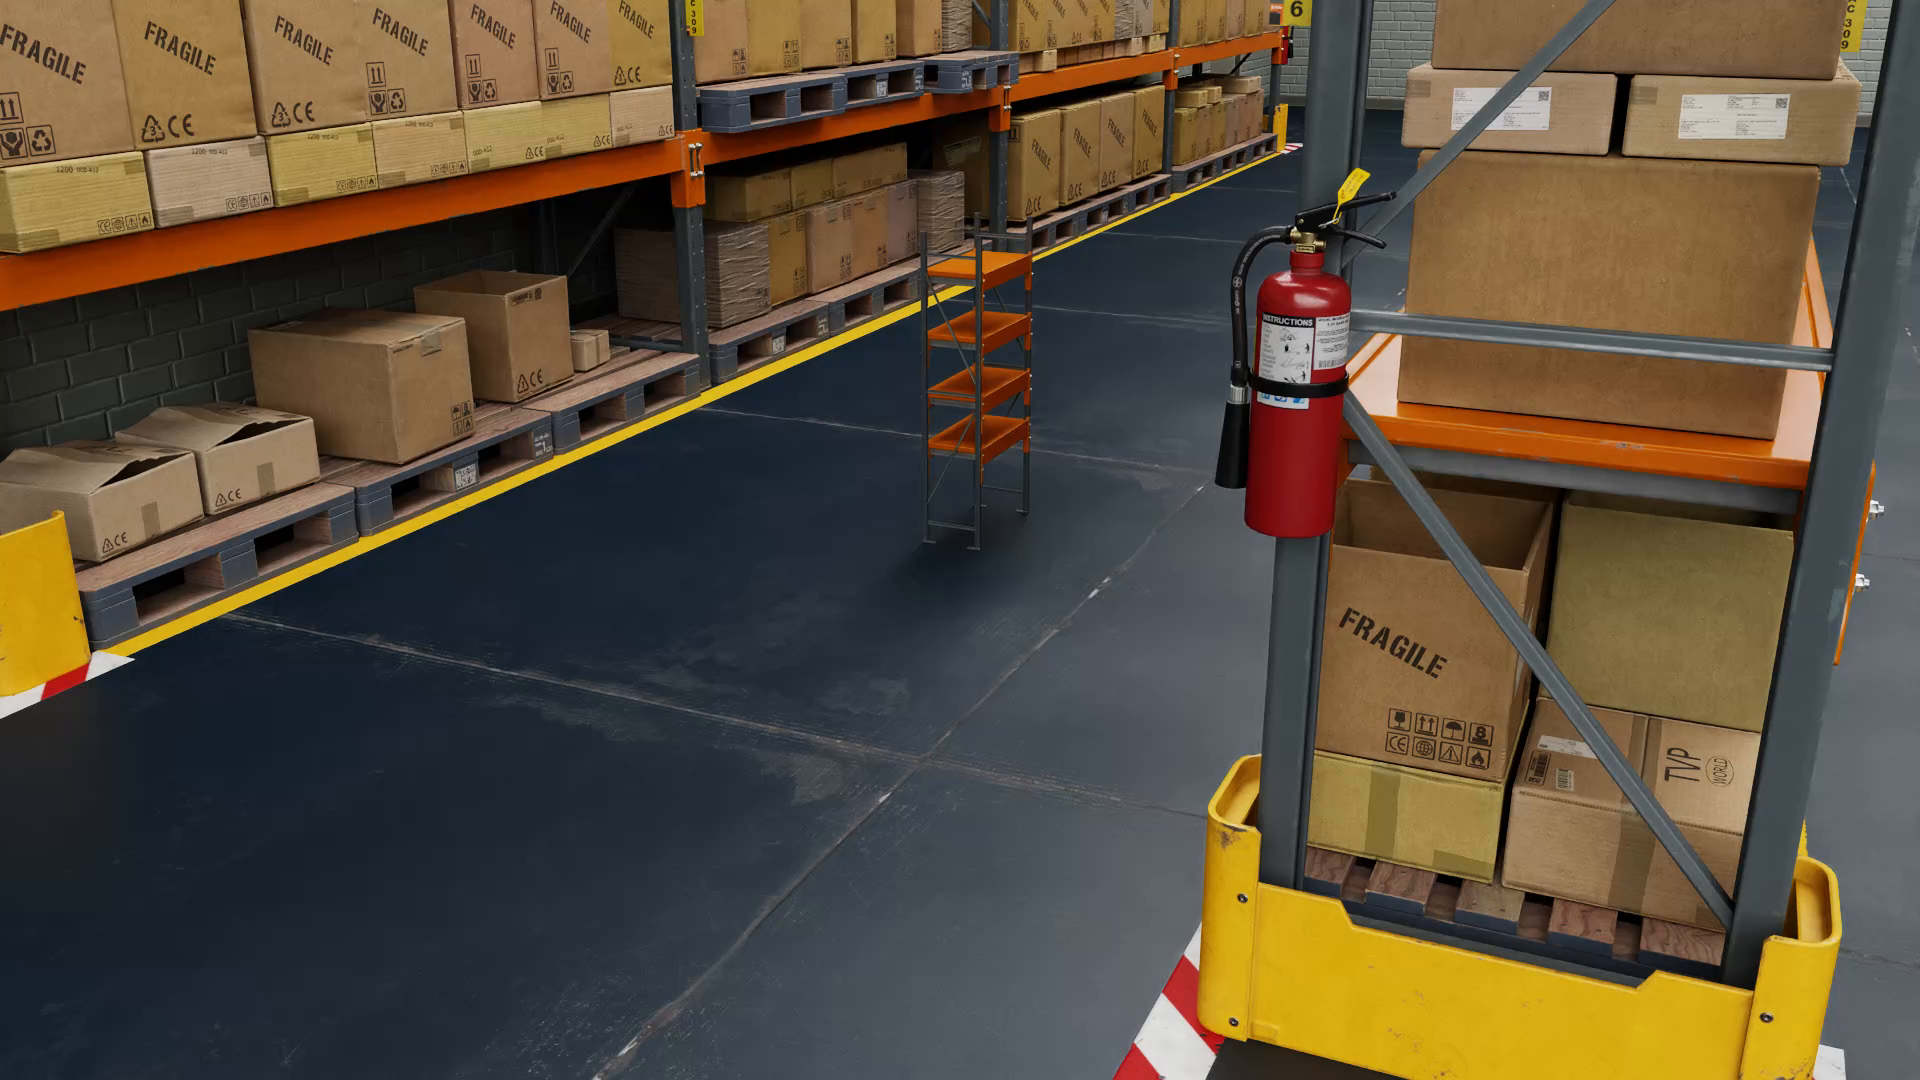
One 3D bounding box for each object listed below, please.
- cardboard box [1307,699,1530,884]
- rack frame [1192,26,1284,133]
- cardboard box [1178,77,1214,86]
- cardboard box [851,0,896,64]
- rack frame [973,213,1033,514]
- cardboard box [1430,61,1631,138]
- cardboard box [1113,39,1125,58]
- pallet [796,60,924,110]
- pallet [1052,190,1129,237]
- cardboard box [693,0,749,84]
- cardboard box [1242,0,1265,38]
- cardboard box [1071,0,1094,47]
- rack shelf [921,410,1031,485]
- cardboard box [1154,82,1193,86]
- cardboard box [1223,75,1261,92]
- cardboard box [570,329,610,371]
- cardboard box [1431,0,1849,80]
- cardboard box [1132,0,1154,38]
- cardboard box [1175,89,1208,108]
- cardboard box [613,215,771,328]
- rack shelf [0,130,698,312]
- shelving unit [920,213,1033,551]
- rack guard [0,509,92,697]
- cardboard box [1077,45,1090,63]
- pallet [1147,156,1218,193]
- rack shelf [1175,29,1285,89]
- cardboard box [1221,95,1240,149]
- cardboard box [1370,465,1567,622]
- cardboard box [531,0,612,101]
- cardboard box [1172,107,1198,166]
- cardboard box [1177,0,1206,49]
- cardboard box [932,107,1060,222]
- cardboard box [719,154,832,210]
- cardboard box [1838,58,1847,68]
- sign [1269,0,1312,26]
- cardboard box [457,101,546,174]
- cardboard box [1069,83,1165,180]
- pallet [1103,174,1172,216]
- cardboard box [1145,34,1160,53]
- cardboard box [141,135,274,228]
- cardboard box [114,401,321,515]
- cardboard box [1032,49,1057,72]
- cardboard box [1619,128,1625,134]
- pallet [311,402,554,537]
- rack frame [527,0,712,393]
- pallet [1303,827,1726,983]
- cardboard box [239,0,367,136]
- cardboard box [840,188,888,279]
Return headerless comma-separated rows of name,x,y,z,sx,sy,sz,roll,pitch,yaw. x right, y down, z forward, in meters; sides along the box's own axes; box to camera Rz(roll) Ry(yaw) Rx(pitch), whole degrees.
cardboard box,1.052,0.539,3.955,0.500,0.250,0.500,9,21,23
rack frame,3.133,-5.924,18.651,1.000,3.000,0.127,9,21,23
cardboard box,2.497,-4.857,17.784,0.380,0.149,0.250,9,21,23
cardboard box,-0.816,-3.204,10.196,0.700,0.500,0.500,9,21,23
rack frame,0.168,-0.691,6.620,0.240,1.200,0.015,9,21,23
cardboard box,1.191,-0.931,3.491,0.380,0.149,0.250,9,22,24
cardboard box,1.171,-4.143,13.986,0.380,0.149,0.250,9,21,23
pallet,-0.916,-2.778,10.089,1.003,0.211,1.213,9,21,23
pallet,0.750,-2.767,13.935,1.003,0.211,1.213,9,21,23
cardboard box,-1.541,-2.661,8.670,0.700,0.500,0.500,9,21,23
cardboard box,2.646,-5.684,17.528,0.980,0.700,0.700,8,21,22
cardboard box,0.717,-4.099,12.896,0.500,0.500,0.500,8,21,22
rack shelf,0.068,-0.365,6.499,0.258,0.148,0.480,9,21,23
cardboard box,2.185,-4.623,17.127,0.380,0.149,0.250,8,21,22
cardboard box,3.052,-4.958,18.069,0.380,0.149,0.250,8,21,22
cardboard box,-1.972,-0.961,8.265,0.380,0.166,0.250,6,20,16
cardboard box,1.327,-1.170,3.197,0.700,0.500,0.500,9,21,23
cardboard box,1.336,-4.565,14.206,0.500,0.500,0.500,9,21,23
cardboard box,2.202,-4.321,16.279,0.380,0.149,0.250,9,22,25
cardboard box,-1.494,-1.513,9.320,0.700,0.500,0.500,9,22,25
rack shelf,-2.600,-1.306,6.737,1.077,0.370,4.000,9,21,23
shelving unit,0.068,-0.616,6.410,0.258,1.200,0.503,9,21,23
rack guard,-3.387,0.121,5.382,1.175,0.500,0.348,9,21,23
cardboard box,0.822,-3.909,13.329,0.380,0.149,0.250,9,21,23
pallet,1.878,-3.609,16.303,1.003,0.211,1.213,9,21,23
rack shelf,2.314,-4.974,17.052,1.077,0.370,4.000,9,21,23
cardboard box,2.528,-4.410,17.496,0.700,0.500,0.500,8,21,21
cardboard box,1.446,-0.123,4.695,0.500,0.500,0.500,9,21,23
cardboard box,-1.891,-2.208,7.275,0.500,0.500,0.500,8,21,22
cardboard box,1.895,-3.936,16.164,0.700,0.500,0.500,9,21,23
cardboard box,1.732,-5.006,15.622,0.980,0.700,0.700,9,21,24
cardboard box,0.278,-2.871,12.645,0.750,0.750,0.750,8,21,22
cardboard box,-1.108,-2.161,10.023,0.500,0.250,0.500,8,21,21
cardboard box,1.668,-0.955,3.560,0.380,0.149,0.250,9,21,23
sign,0.613,-1.090,2.977,0.100,0.325,0.005,9,21,23
cardboard box,-2.102,-1.701,6.970,0.500,0.250,0.500,8,21,22
cardboard box,1.348,-3.670,14.893,0.750,0.750,0.750,9,21,23
pallet,1.248,-3.141,14.987,1.003,0.211,1.213,9,21,23
cardboard box,1.533,-4.370,14.625,0.380,0.149,0.250,9,21,24
cardboard box,-2.729,-1.238,5.668,0.500,0.250,0.500,8,21,21
cardboard box,-2.820,-0.347,6.324,0.500,0.311,0.500,11,22,27
cardboard box,0.501,-3.584,12.415,0.380,0.149,0.250,9,22,24
cardboard box,1.516,-0.704,3.822,0.700,0.500,0.500,9,22,24
pallet,-2.522,-0.358,7.160,1.003,0.211,1.213,9,21,23
rack frame,-1.781,-2.256,8.336,1.000,3.000,0.127,9,21,23
pallet,1.377,0.720,4.130,1.003,0.211,1.213,9,21,23
cardboard box,-2.520,-1.737,5.951,0.500,0.500,0.500,8,21,21
cardboard box,-0.885,-1.984,10.644,0.700,0.500,0.500,8,21,22
